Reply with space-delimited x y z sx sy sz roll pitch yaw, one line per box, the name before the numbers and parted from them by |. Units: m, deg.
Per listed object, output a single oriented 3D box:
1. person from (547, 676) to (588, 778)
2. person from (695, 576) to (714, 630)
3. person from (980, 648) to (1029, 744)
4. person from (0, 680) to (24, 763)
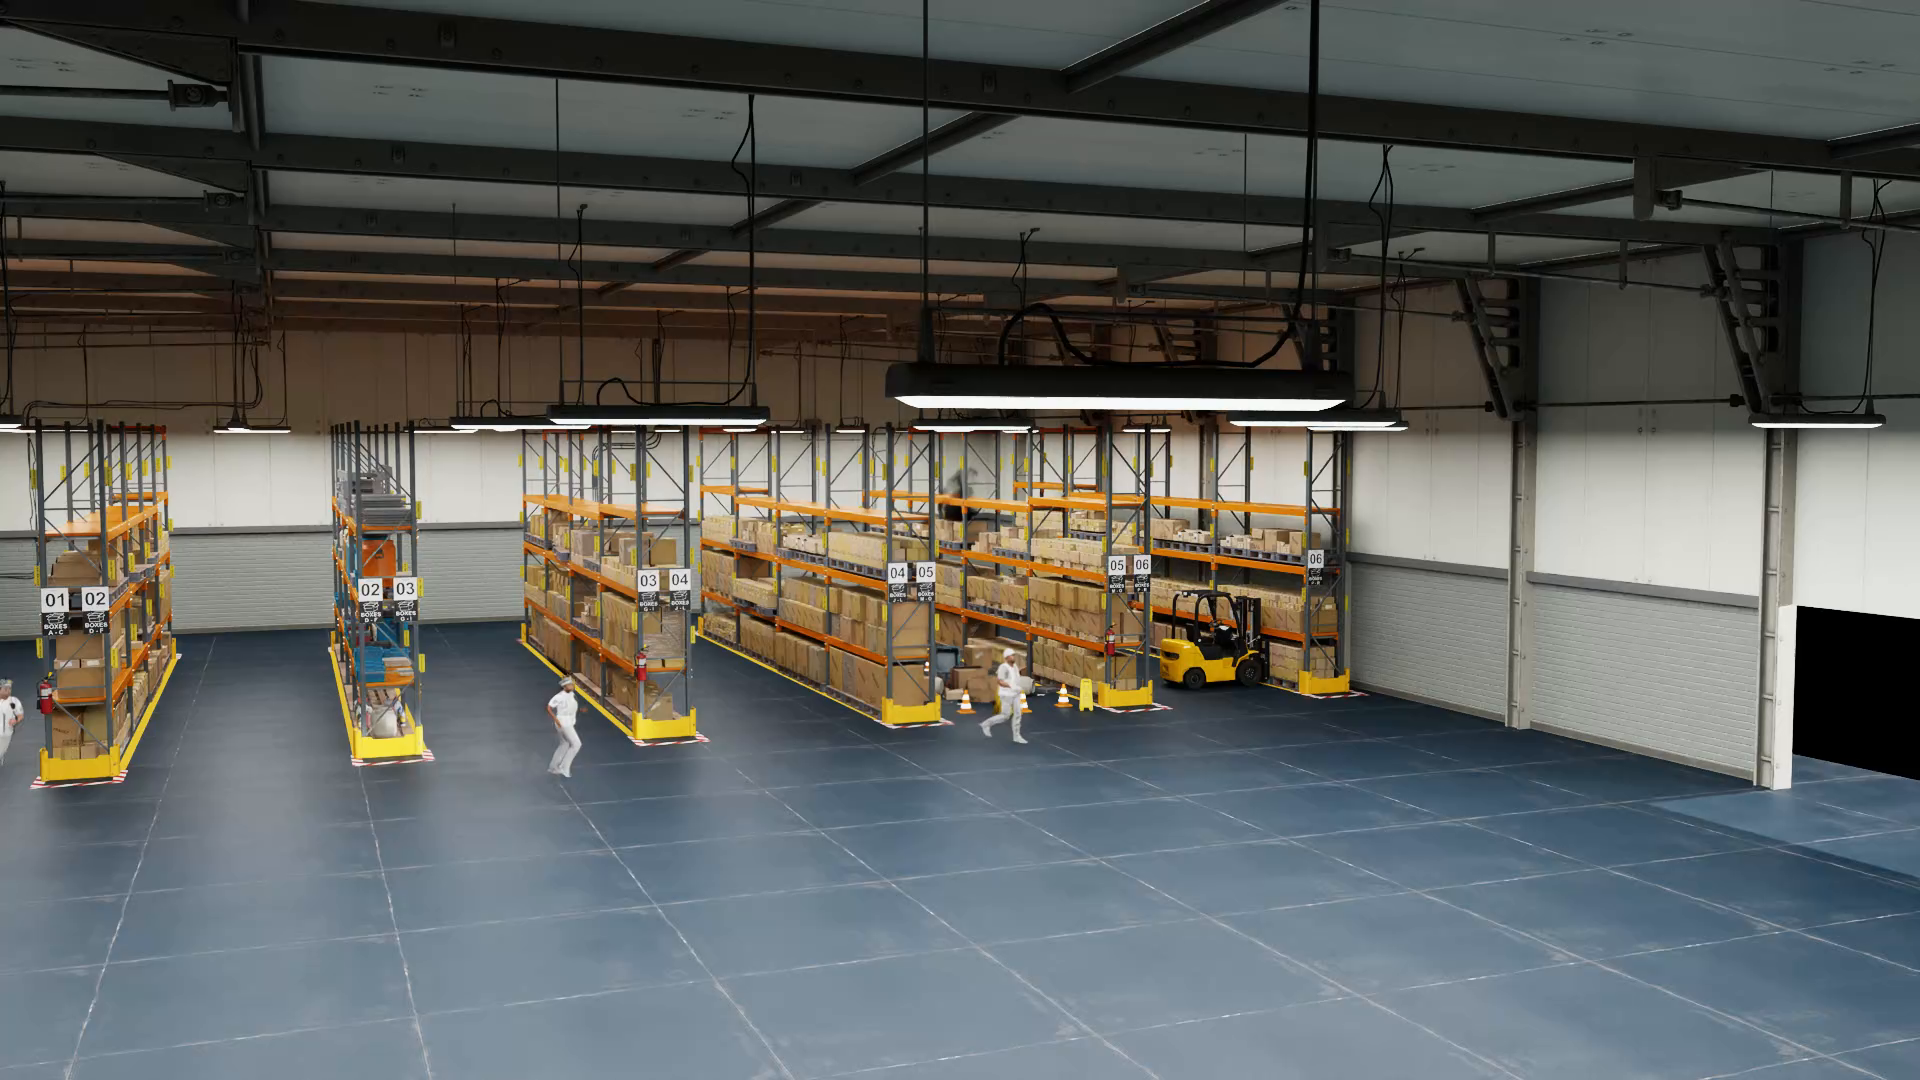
person | -6.605 3.147 27.995 0.693 1.723 0.548 1 4 9
person | -7.472 1.827 49.351 0.897 1.682 0.630 -1 4 -19
person | 0.865 2.904 31.062 0.911 1.779 0.691 2 4 26
person | -15.595 3.179 27.018 0.705 1.818 0.680 3 4 35
